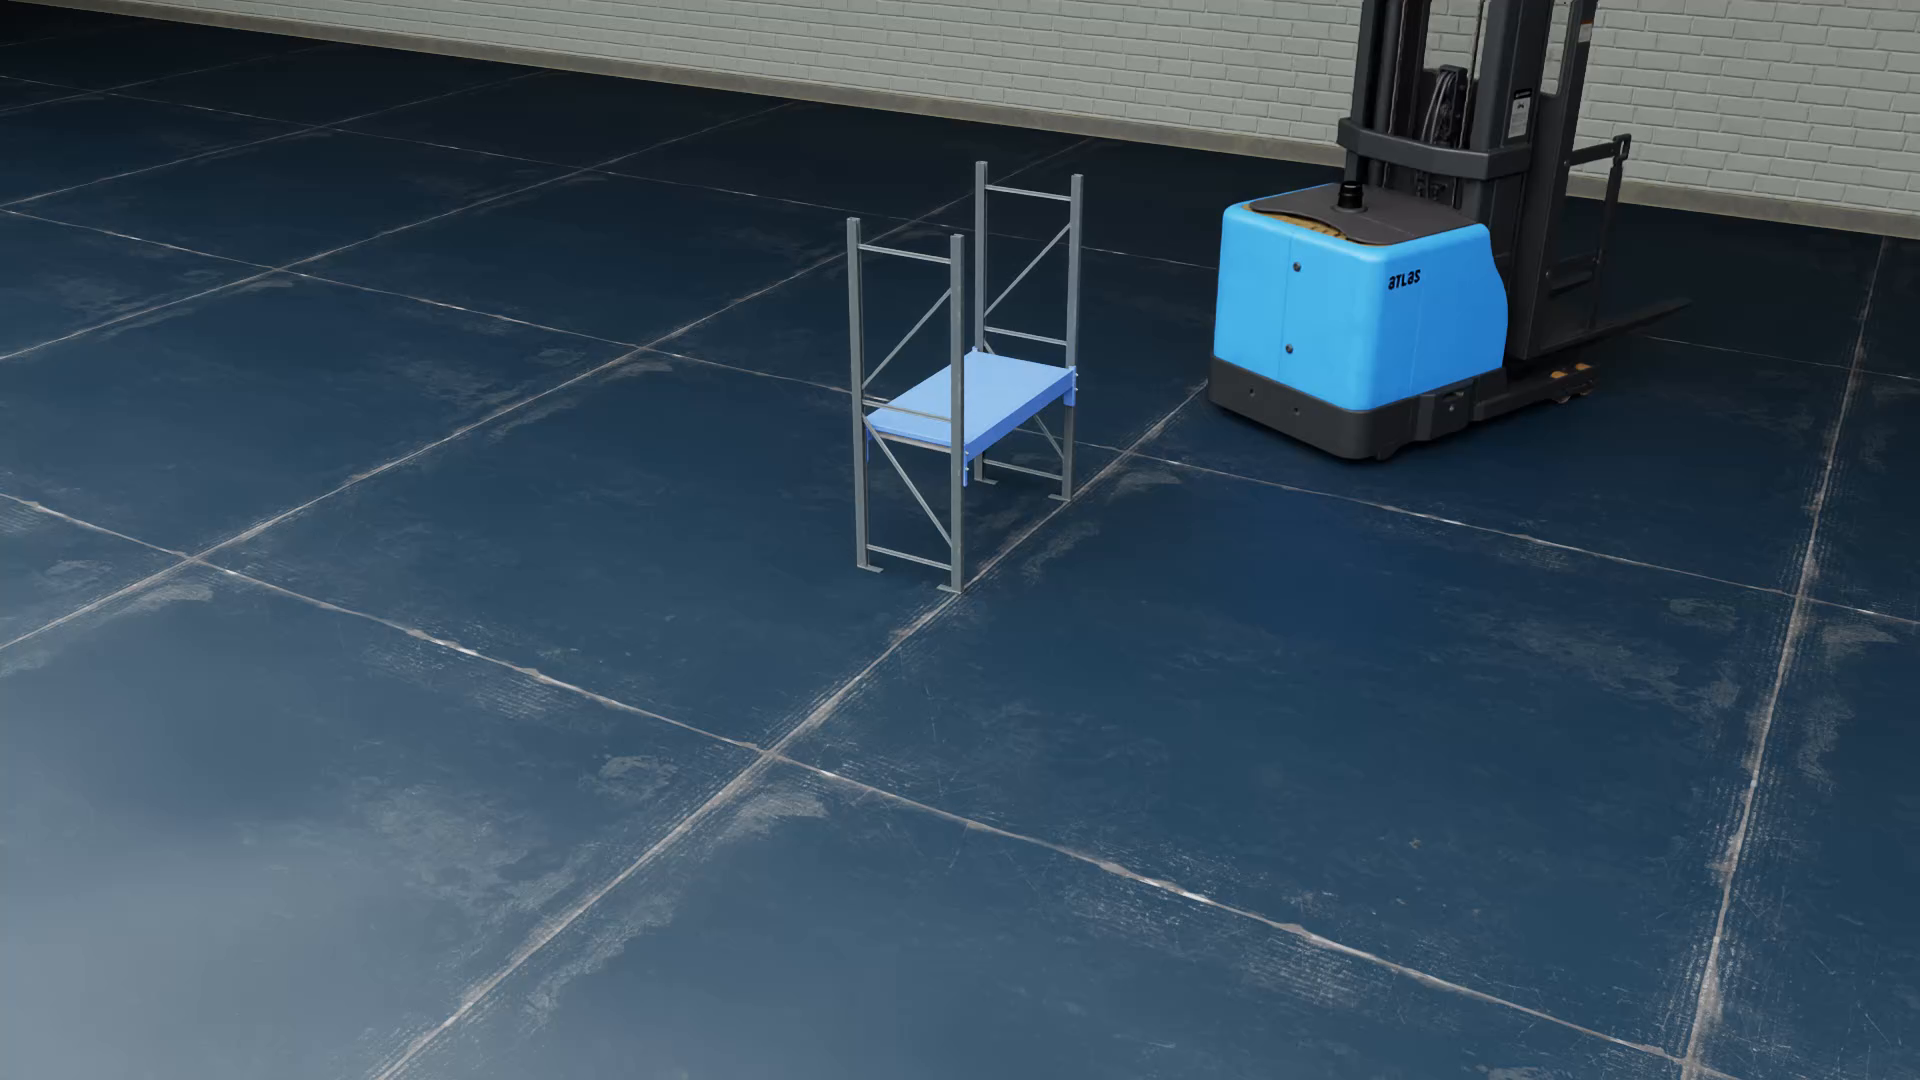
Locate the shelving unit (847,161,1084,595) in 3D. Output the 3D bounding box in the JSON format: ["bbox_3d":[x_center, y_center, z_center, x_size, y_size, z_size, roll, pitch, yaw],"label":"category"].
[{"bbox_3d":[0.042,-0.704,6.981,0.538,1.500,1.048,14,30,26],"label":"shelving unit"}]

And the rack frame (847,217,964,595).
[{"bbox_3d":[-0.208,-0.506,6.585,0.500,1.500,0.032,14,30,26],"label":"rack frame"}]

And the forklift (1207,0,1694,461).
[{"bbox_3d":[2.762,-2.196,8.363,3.031,2.935,1.130,-18,32,-32],"label":"forklift"}]

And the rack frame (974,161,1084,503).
[{"bbox_3d":[0.292,-0.902,7.376,0.500,1.500,0.032,14,30,26],"label":"rack frame"}]

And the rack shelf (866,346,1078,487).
[{"bbox_3d":[0.042,-0.543,7.061,0.538,0.185,1.000,14,30,26],"label":"rack shelf"}]
